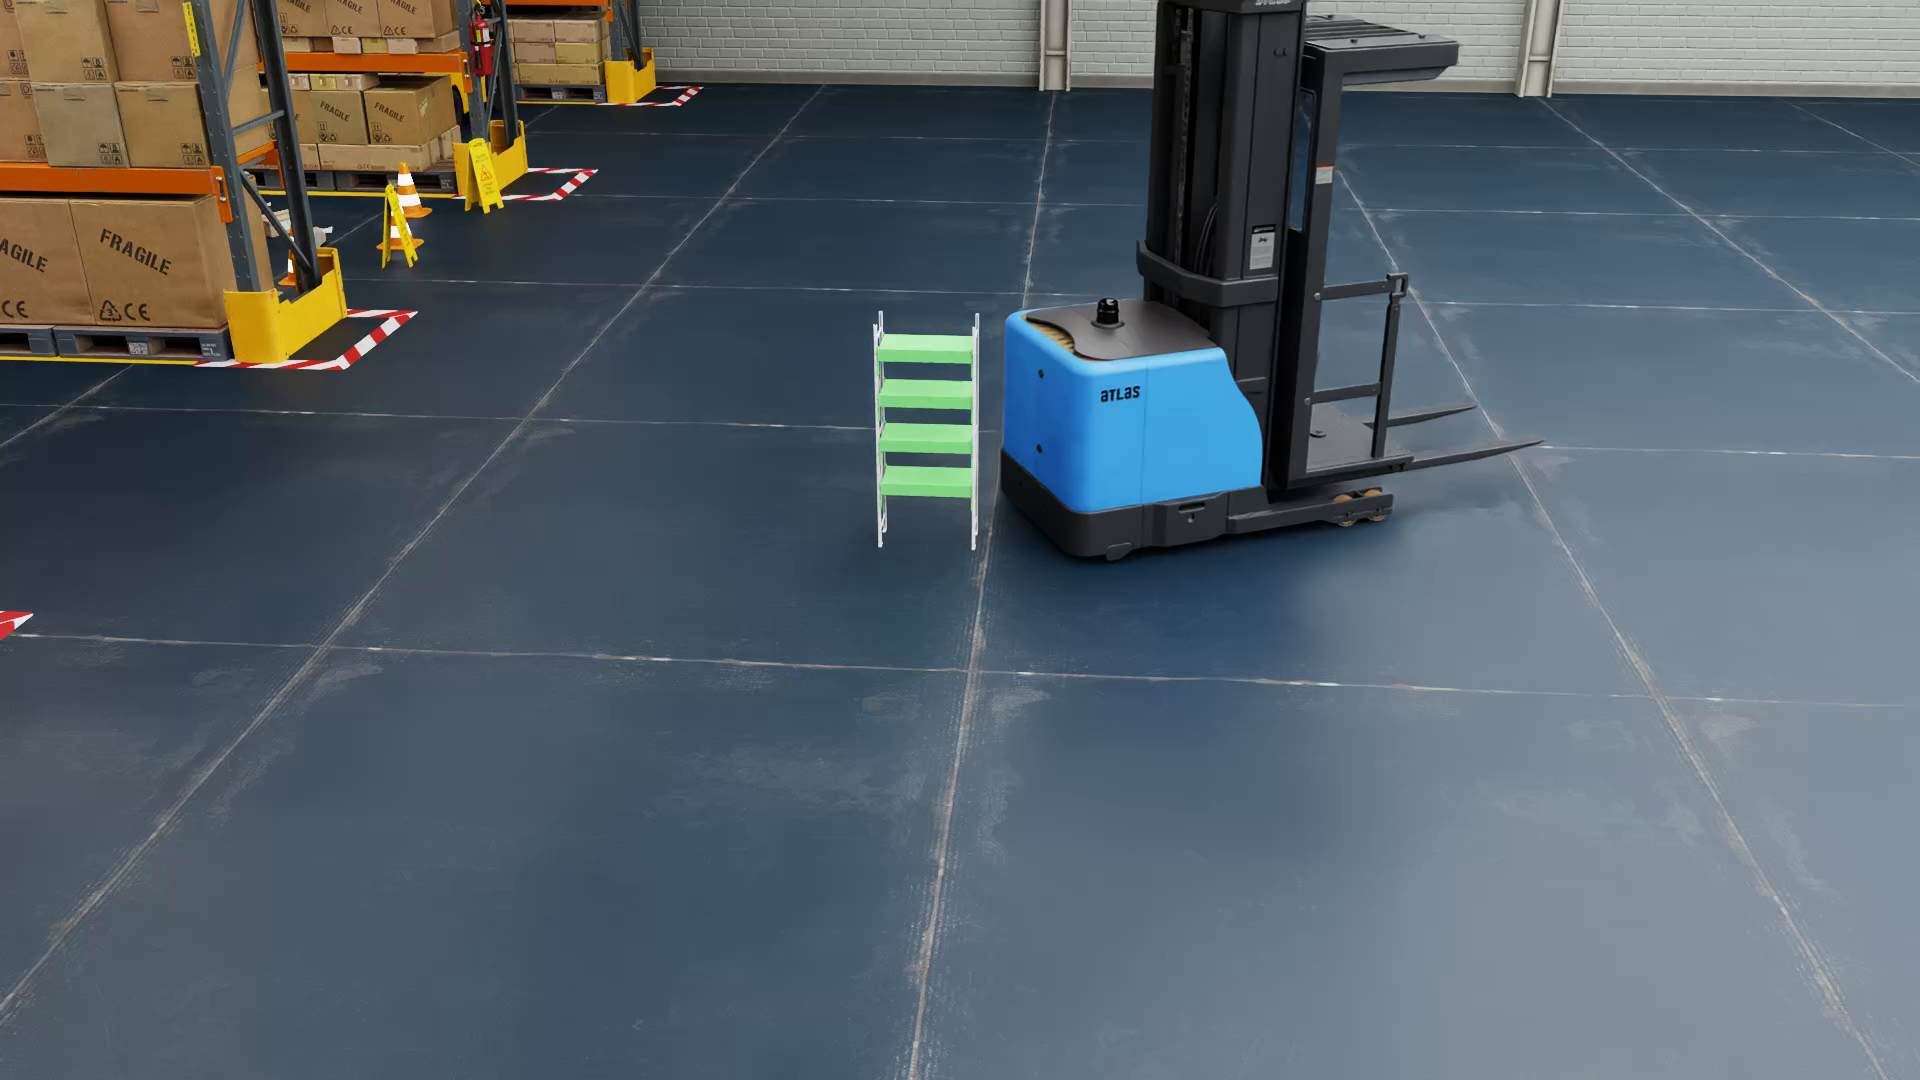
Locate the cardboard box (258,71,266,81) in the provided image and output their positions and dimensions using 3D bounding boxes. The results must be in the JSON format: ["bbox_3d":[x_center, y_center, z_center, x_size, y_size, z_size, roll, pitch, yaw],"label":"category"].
[{"bbox_3d":[-6.878,-4.354,16.513,0.500,0.500,0.500,3,25,7],"label":"cardboard box"}]

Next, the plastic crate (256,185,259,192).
[{"bbox_3d":[-7.001,-3.291,15.807,0.583,0.080,0.402,-7,26,-14],"label":"plastic crate"}]

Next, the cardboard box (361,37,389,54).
[{"bbox_3d":[-5.420,-4.669,15.610,0.250,0.149,0.380,1,25,3],"label":"cardboard box"}]

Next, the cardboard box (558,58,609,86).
[{"bbox_3d":[-4.632,-5.776,20.501,0.500,0.250,0.500,2,25,4],"label":"cardboard box"}]

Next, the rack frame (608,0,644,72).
[{"bbox_3d":[-4.140,-6.951,20.267,0.127,3.000,1.000,2,25,4],"label":"rack frame"}]

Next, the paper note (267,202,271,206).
[{"bbox_3d":[-6.508,-3.121,15.496,0.148,0.019,0.142,-7,26,-14],"label":"paper note"}]

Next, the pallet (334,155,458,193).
[{"bbox_3d":[-5.399,-3.658,16.448,1.213,0.211,1.003,2,25,4],"label":"pallet"}]

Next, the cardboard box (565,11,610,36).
[{"bbox_3d":[-4.604,-6.441,20.750,0.500,0.250,0.500,1,25,3],"label":"cardboard box"}]

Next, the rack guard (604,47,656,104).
[{"bbox_3d":[-4.116,-5.814,20.788,0.348,0.500,1.175,2,25,4],"label":"rack guard"}]

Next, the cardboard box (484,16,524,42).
[{"bbox_3d":[-5.636,-6.257,20.351,0.500,0.250,0.500,2,25,5],"label":"cardboard box"}]

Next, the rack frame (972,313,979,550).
[{"bbox_3d":[0.078,-0.543,8.494,0.015,1.200,0.240,2,25,4],"label":"rack frame"}]

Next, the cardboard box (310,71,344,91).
[{"bbox_3d":[-5.956,-4.369,15.770,0.250,0.149,0.380,2,25,5],"label":"cardboard box"}]

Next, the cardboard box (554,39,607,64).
[{"bbox_3d":[-4.649,-6.005,20.400,0.500,0.250,0.500,2,25,3],"label":"cardboard box"}]

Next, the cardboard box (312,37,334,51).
[{"bbox_3d":[-5.924,-4.732,15.746,0.250,0.149,0.380,2,25,5],"label":"cardboard box"}]

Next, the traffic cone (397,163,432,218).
[{"bbox_3d":[-5.043,-3.205,15.163,0.334,0.463,0.336,2,25,4],"label":"traffic cone"}]

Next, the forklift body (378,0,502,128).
[{"bbox_3d":[-6.170,-5.865,18.924,1.214,2.155,2.313,2,25,4],"label":"forklift body"}]

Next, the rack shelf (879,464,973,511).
[{"bbox_3d":[-0.165,-0.274,8.638,0.480,0.148,0.258,2,25,4],"label":"rack shelf"}]

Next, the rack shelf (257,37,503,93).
[{"bbox_3d":[-6.510,-4.619,16.060,4.000,0.370,1.077,2,25,4],"label":"rack shelf"}]

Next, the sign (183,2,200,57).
[{"bbox_3d":[-4.849,-3.223,10.498,0.005,0.325,0.100,2,25,4],"label":"sign"}]

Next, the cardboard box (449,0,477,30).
[{"bbox_3d":[-4.967,-5.193,15.972,0.500,0.500,0.500,1,25,3],"label":"cardboard box"}]

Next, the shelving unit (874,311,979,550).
[{"bbox_3d":[-0.165,-0.550,8.511,0.503,1.200,0.258,2,25,4],"label":"shelving unit"}]

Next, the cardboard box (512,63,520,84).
[{"bbox_3d":[-5.625,-5.815,20.587,0.500,0.250,0.500,2,25,5],"label":"cardboard box"}]

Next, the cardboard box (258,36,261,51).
[{"bbox_3d":[-6.686,-4.711,15.699,0.250,0.149,0.380,2,25,4],"label":"cardboard box"}]

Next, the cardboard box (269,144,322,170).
[{"bbox_3d":[-6.380,-3.771,16.145,0.500,0.250,0.500,1,25,2],"label":"cardboard box"}]

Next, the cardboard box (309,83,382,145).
[{"bbox_3d":[-5.855,-4.096,15.954,0.500,0.500,0.500,3,25,6],"label":"cardboard box"}]

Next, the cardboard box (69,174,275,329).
[{"bbox_3d":[-5.475,-2.035,11.624,0.875,0.875,0.875,2,25,4],"label":"cardboard box"}]

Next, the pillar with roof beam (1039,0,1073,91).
[{"bbox_3d":[0.888,-8.088,15.561,0.400,9.000,9.100,2,25,4],"label":"pillar with roof beam"}]

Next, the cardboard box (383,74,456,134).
[{"bbox_3d":[-5.323,-4.306,16.409,0.500,0.500,0.500,1,25,2],"label":"cardboard box"}]

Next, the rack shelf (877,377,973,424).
[{"bbox_3d":[-0.165,-0.710,8.437,0.480,0.148,0.258,2,25,4],"label":"rack shelf"}]

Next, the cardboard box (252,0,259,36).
[{"bbox_3d":[-6.579,-5.024,15.605,0.500,0.500,0.500,2,25,5],"label":"cardboard box"}]

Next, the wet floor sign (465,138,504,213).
[{"bbox_3d":[-4.408,-3.360,15.281,0.232,0.644,0.267,11,27,22],"label":"wet floor sign"}]

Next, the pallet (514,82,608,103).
[{"bbox_3d":[-4.905,-5.691,20.865,1.213,0.211,1.003,2,25,4],"label":"pallet"}]

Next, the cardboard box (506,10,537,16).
[{"bbox_3d":[-5.601,-6.476,20.826,0.500,0.250,0.500,2,25,4],"label":"cardboard box"}]

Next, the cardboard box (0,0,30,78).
[{"bbox_3d":[-6.264,-3.456,11.201,0.550,0.550,0.875,2,25,4],"label":"cardboard box"}]

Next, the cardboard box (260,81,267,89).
[{"bbox_3d":[-6.885,-4.131,16.029,0.500,0.500,0.500,3,25,7],"label":"cardboard box"}]

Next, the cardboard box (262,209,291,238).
[{"bbox_3d":[-5.977,-2.787,14.628,0.250,0.149,0.380,16,29,31],"label":"cardboard box"}]

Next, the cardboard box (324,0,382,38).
[{"bbox_3d":[-5.577,-4.983,15.515,0.500,0.500,0.500,2,25,4],"label":"cardboard box"}]

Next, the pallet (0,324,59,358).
[{"bbox_3d":[-6.810,-1.582,11.935,1.213,0.211,1.003,2,25,4],"label":"pallet"}]

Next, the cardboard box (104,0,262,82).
[{"bbox_3d":[-5.161,-3.402,11.084,0.550,0.550,0.875,2,25,4],"label":"cardboard box"}]

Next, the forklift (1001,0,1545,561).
[{"bbox_3d":[1.795,-1.599,8.719,3.031,2.935,1.130,-9,26,-19],"label":"forklift"}]

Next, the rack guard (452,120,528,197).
[{"bbox_3d":[-4.592,-3.749,16.299,0.348,0.500,1.175,2,25,4],"label":"rack guard"}]

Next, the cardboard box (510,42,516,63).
[{"bbox_3d":[-5.664,-6.033,20.462,0.500,0.250,0.500,1,25,3],"label":"cardboard box"}]

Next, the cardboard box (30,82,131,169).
[{"bbox_3d":[-5.718,-2.885,11.252,0.550,0.550,0.875,2,25,4],"label":"cardboard box"}]

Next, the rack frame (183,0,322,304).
[{"bbox_3d":[-4.794,-2.815,11.280,0.127,3.000,1.000,2,25,4],"label":"rack frame"}]

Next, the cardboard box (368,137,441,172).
[{"bbox_3d":[-5.366,-3.738,16.072,0.500,0.250,0.500,2,25,4],"label":"cardboard box"}]

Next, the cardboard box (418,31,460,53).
[{"bbox_3d":[-4.905,-4.690,15.656,0.250,0.149,0.380,3,25,6],"label":"cardboard box"}]

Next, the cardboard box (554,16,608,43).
[{"bbox_3d":[-4.623,-6.231,20.295,0.500,0.250,0.500,3,25,6],"label":"cardboard box"}]
